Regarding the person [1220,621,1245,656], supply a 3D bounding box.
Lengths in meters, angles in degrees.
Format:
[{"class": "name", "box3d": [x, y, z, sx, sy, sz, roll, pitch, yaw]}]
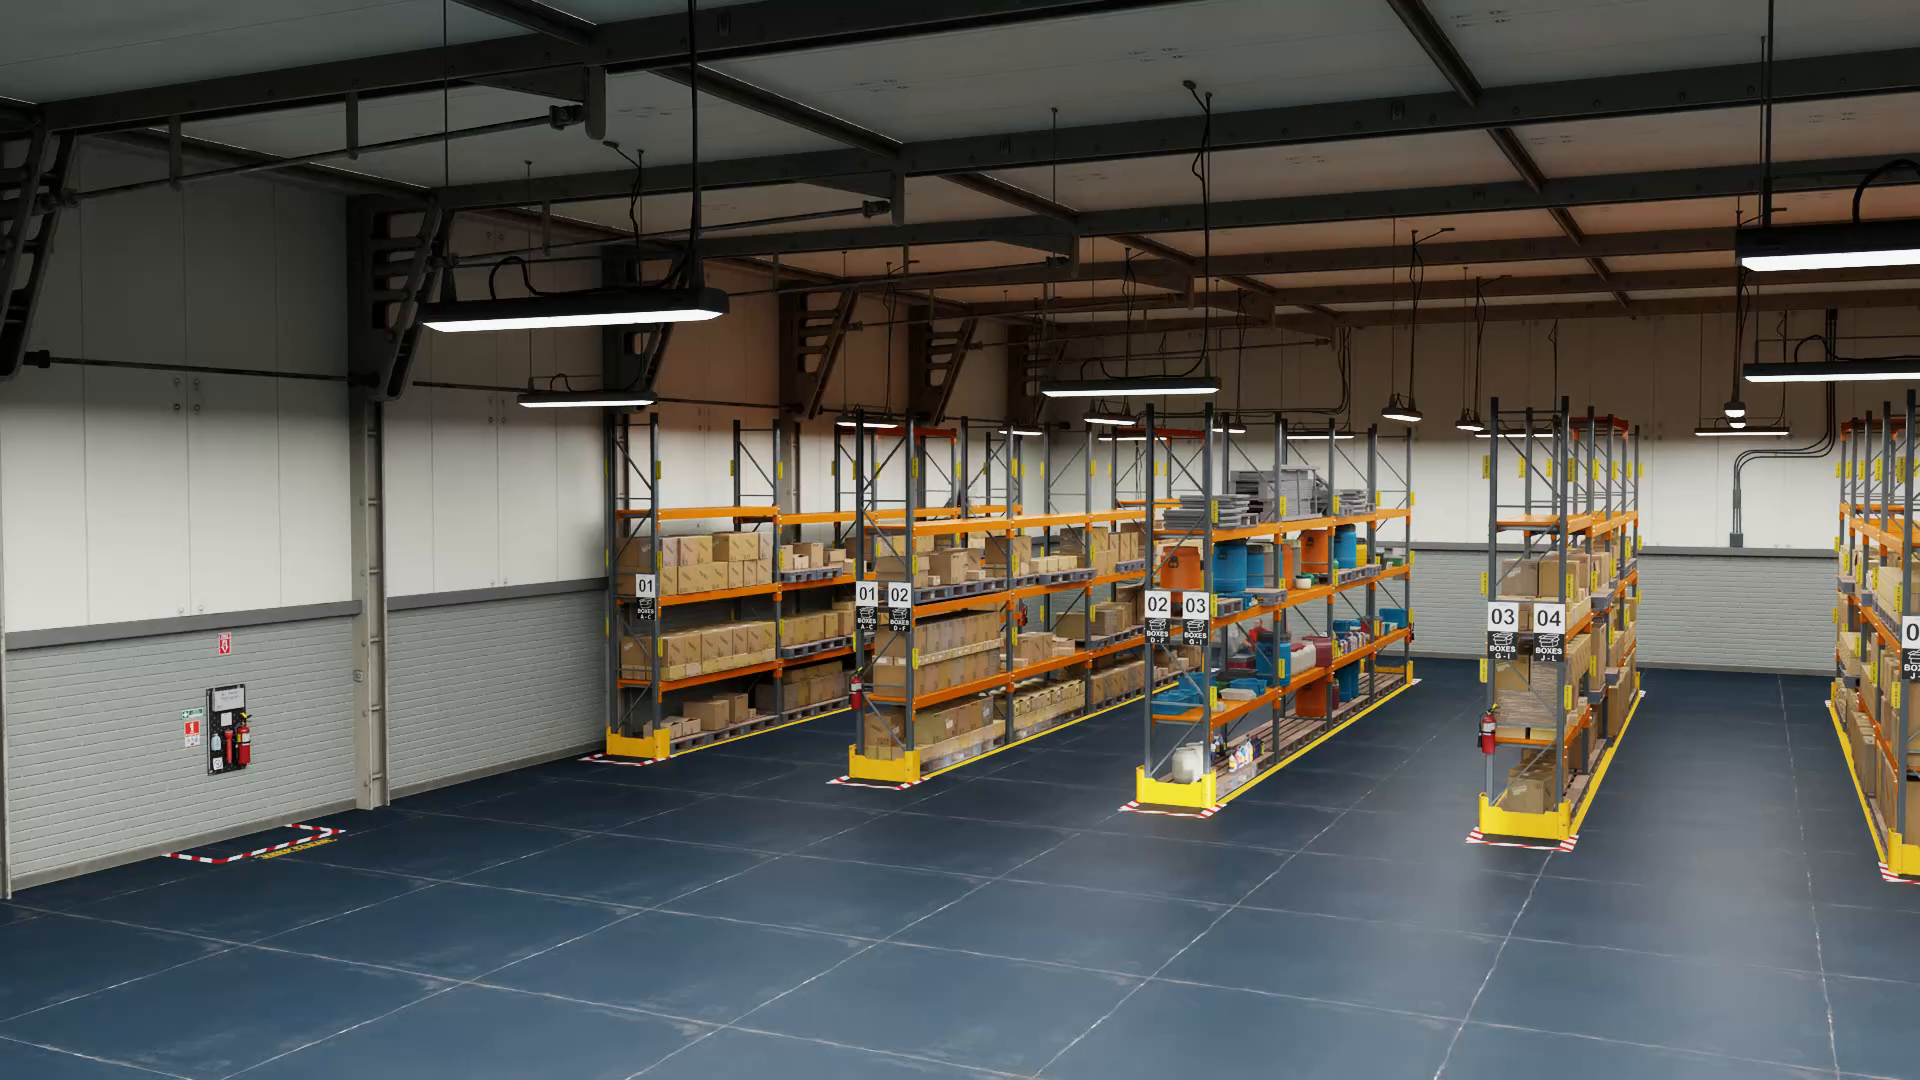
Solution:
[{"class": "person", "box3d": [6.821, 2.425, 41.718, 0.579, 1.650, 0.716, -1, 2, -15]}]

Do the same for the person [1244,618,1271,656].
[{"class": "person", "box3d": [6.601, 2.609, 36.719, 0.649, 1.790, 0.851, 1, 3, 29]}]
